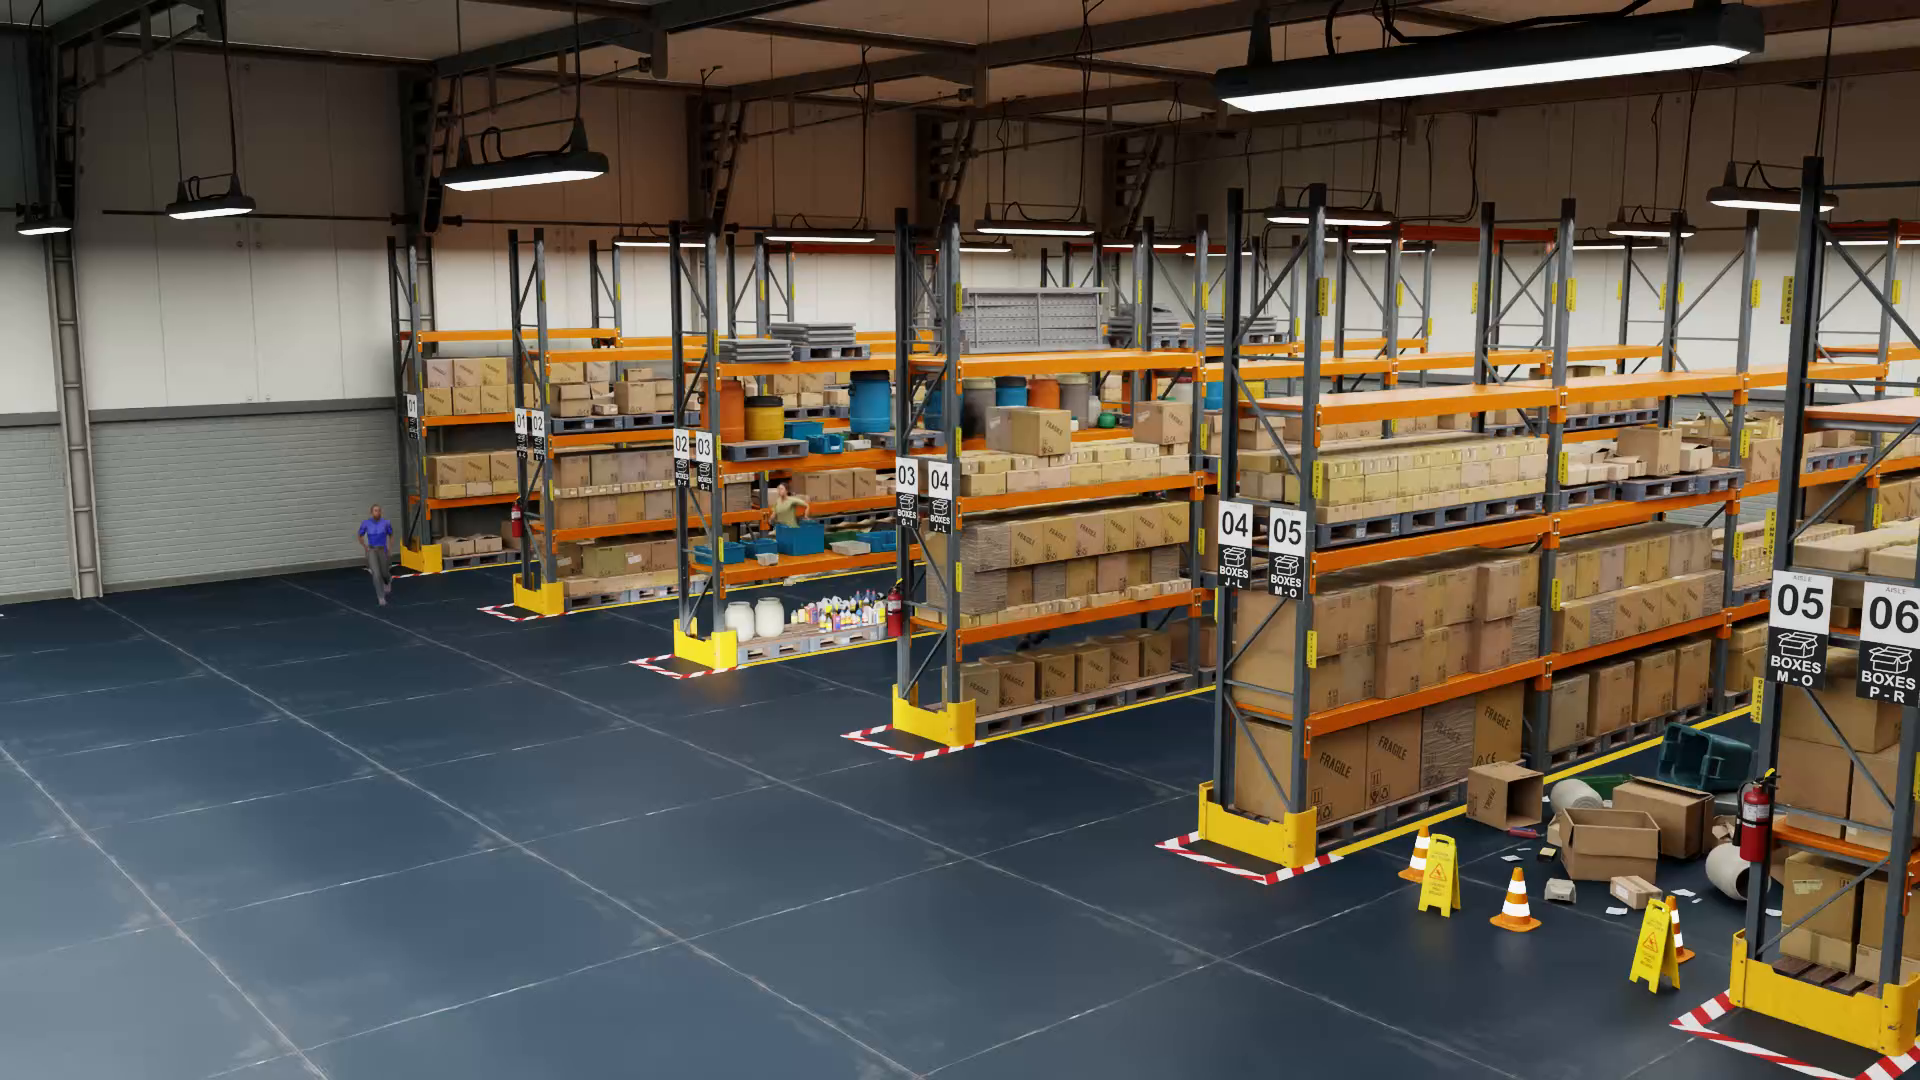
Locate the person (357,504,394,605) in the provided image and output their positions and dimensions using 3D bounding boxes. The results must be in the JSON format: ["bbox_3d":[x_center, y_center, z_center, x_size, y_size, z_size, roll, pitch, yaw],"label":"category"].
[{"bbox_3d":[-9.515,0.222,27.117,0.581,1.637,0.652,-4,10,-25],"label":"person"}]

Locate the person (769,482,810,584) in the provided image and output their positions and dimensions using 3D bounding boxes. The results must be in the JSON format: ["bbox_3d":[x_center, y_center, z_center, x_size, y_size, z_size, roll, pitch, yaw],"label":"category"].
[{"bbox_3d":[-2.817,-0.110,27.203,0.573,1.681,0.780,7,11,39],"label":"person"}]

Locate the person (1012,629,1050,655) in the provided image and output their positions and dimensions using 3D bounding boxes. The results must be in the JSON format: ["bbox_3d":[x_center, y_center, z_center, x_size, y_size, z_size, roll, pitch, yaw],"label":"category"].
[{"bbox_3d":[0.912,0.576,22.235,0.812,1.718,0.645,-6,11,-34],"label":"person"}]
